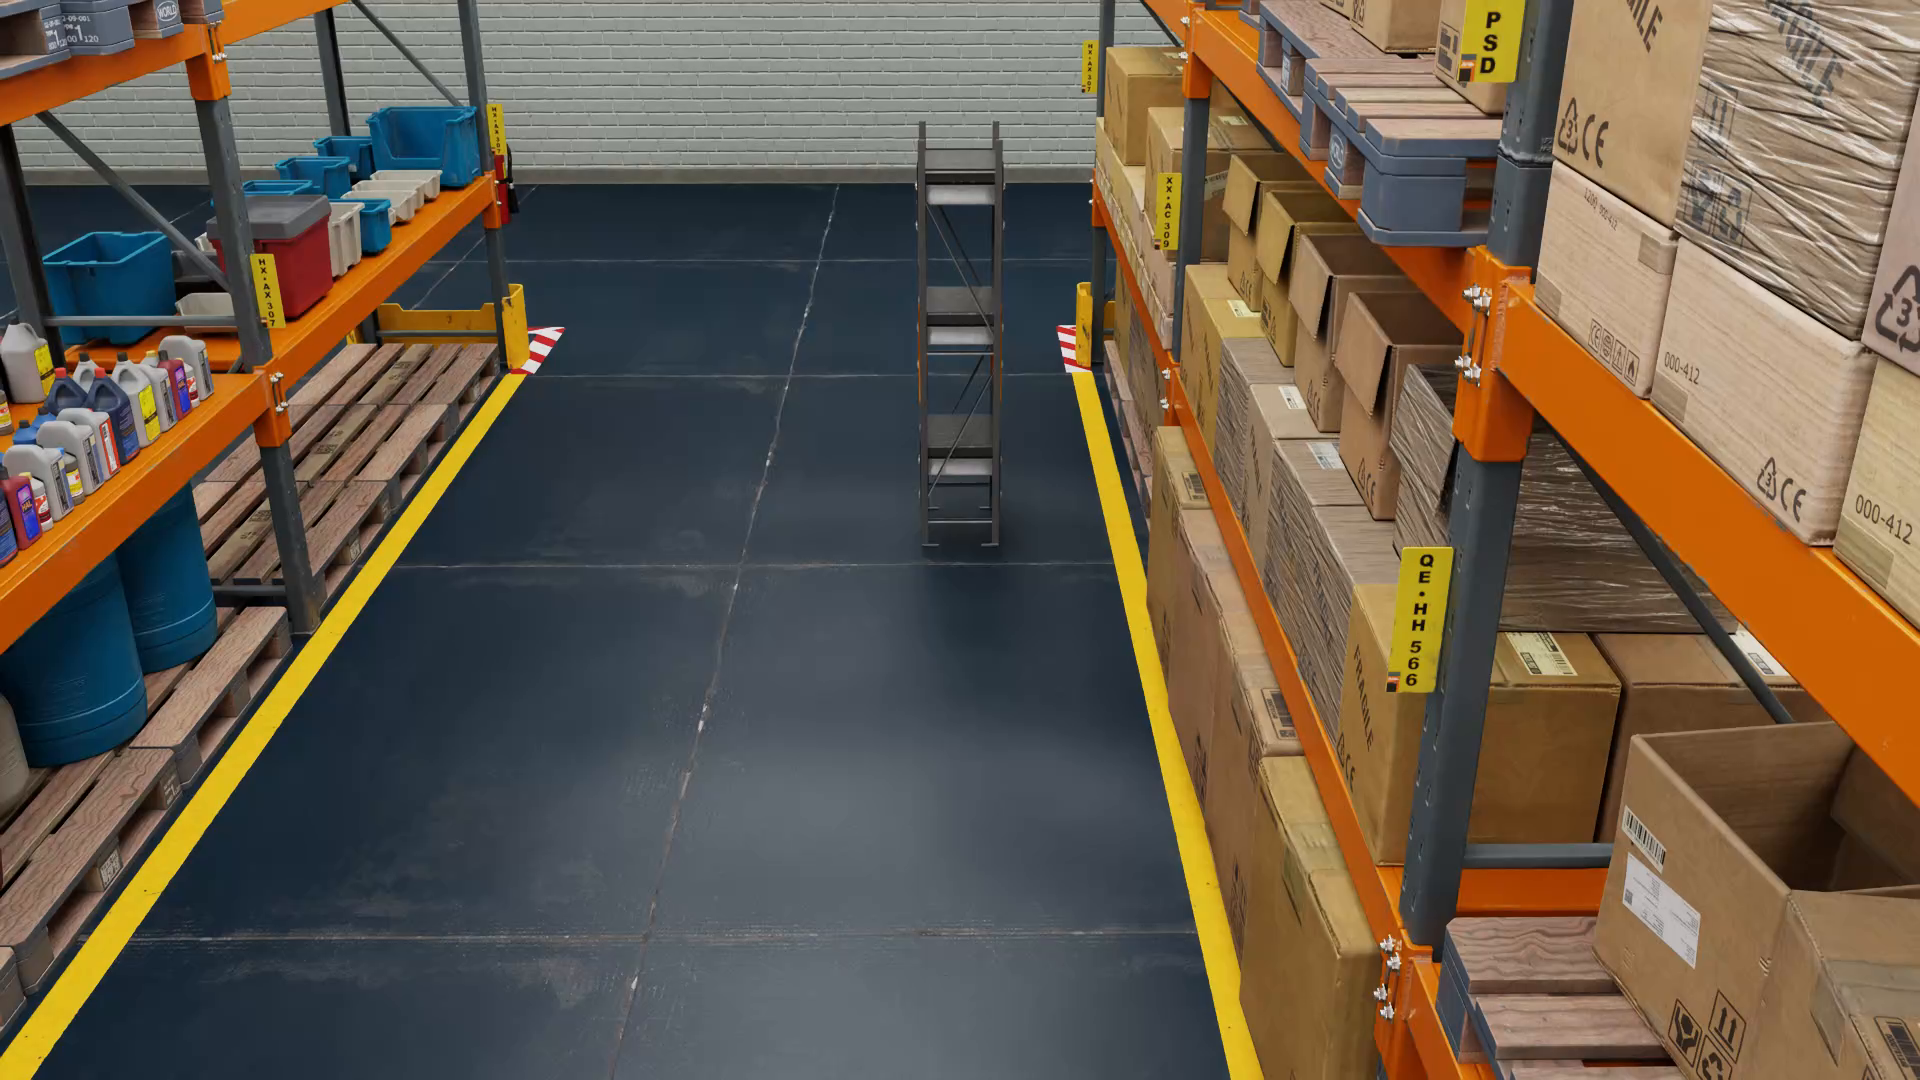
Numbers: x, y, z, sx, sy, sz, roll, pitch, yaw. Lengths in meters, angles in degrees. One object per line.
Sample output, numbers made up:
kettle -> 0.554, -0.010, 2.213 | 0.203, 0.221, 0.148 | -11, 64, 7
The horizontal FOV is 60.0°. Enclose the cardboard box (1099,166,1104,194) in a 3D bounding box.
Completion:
cardboard box -> 1.069, -2.241, 10.371 | 0.380, 0.149, 0.250 | -1, 24, -1

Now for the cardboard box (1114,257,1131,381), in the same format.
cardboard box -> 1.477, -1.569, 10.648 | 0.875, 0.875, 0.875 | 0, 24, -1

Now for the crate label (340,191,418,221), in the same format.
crate label -> -3.356, -1.925, 9.613 | 0.396, 0.136, 0.243 | 0, 24, -1

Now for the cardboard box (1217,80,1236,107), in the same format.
cardboard box -> 1.658, -2.819, 10.253 | 0.500, 0.500, 0.500 | 0, 24, 0

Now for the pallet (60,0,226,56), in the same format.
pallet -> -3.412, -1.897, 5.893 | 1.213, 0.211, 1.003 | 0, 24, -1

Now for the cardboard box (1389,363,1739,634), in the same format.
cardboard box -> 1.486, -0.117, 4.030 | 0.797, 0.503, 0.637 | 1, 24, 1

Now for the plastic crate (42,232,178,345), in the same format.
plastic crate -> -3.865, -1.150, 7.599 | 0.392, 0.384, 0.575 | 0, 24, -1

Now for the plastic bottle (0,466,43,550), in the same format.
plastic bottle -> -3.129, -0.120, 5.517 | 0.061, 0.283, 0.133 | 0, 24, -1

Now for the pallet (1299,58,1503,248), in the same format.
pallet -> 1.418, -0.859, 3.597 | 1.213, 0.211, 1.003 | 1, 24, 2

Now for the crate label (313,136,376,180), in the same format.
crate label -> -3.889, -2.435, 10.624 | 0.416, 0.233, 0.303 | 0, 24, -1

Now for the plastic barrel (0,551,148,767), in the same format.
plastic barrel -> -3.522, 0.342, 6.391 | 0.600, 0.901, 0.708 | 0, 24, -1

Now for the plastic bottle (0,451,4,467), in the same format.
plastic bottle -> -3.302, -0.202, 5.712 | 0.097, 0.271, 0.097 | 0, 24, 0

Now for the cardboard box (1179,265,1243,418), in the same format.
cardboard box -> 1.189, -0.816, 6.793 | 0.500, 0.500, 0.500 | 0, 24, 0

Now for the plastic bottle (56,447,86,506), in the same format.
plastic bottle -> -3.152, -0.226, 5.850 | 0.097, 0.201, 0.097 | 0, 24, 0

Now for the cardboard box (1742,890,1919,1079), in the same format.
cardboard box -> 1.630, 0.902, 2.484 | 0.700, 0.500, 0.500 | 3, 25, 7

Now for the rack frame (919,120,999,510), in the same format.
rack frame -> -0.004, -1.125, 8.690 | 0.400, 2.100, 0.015 | 0, 24, -1

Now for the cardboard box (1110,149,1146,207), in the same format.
cardboard box -> 1.140, -2.056, 9.477 | 0.500, 0.250, 0.500 | -1, 24, -2

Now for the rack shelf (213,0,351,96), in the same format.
rack shelf -> -3.540, -2.802, 8.538 | 1.077, 0.370, 4.000 | 0, 24, -1

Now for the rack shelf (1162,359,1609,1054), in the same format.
rack shelf -> 1.456, 0.191, 5.561 | 1.077, 0.370, 4.000 | 0, 24, -1

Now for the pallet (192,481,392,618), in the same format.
pallet -> -3.565, 0.029, 8.430 | 1.003, 0.211, 1.213 | 0, 24, -1

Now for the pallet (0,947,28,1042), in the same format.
pallet -> -3.525, 1.655, 4.834 | 1.003, 0.211, 1.213 | 0, 24, -1

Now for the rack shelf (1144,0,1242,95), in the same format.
rack shelf -> 1.412, -2.824, 8.587 | 1.077, 0.370, 4.000 | 0, 24, -1

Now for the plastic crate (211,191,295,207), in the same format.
plastic crate -> -3.871, -1.769, 9.151 | 0.416, 0.233, 0.300 | 0, 24, -1

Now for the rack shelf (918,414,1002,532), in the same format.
rack shelf -> -0.002, -0.375, 8.762 | 0.431, 0.518, 0.480 | 0, 24, -1

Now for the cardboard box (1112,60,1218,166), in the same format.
cardboard box -> 1.143, -2.400, 9.327 | 0.500, 0.500, 0.500 | -1, 24, -2

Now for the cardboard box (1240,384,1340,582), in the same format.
cardboard box -> 1.211, -0.190, 5.408 | 0.500, 0.500, 0.500 | 0, 24, 0

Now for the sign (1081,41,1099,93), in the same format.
sign -> 0.835, -3.040, 10.684 | 0.100, 0.325, 0.005 | 0, 24, -1

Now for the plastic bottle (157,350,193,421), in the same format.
plastic bottle -> -3.143, -0.630, 6.644 | 0.061, 0.283, 0.133 | 0, 24, -1

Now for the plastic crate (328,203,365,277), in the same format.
plastic crate -> -3.351, -1.542, 8.591 | 0.437, 0.282, 0.530 | 0, 24, -1

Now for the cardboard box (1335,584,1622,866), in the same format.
cardboard box -> 1.224, 0.439, 4.017 | 0.500, 0.500, 0.500 | 0, 24, 1

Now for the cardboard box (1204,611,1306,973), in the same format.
cardboard box -> 1.489, 0.812, 5.383 | 1.225, 0.875, 0.875 | 0, 24, 0

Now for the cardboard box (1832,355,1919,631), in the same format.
cardboard box -> 1.249, 0.007, 1.637 | 0.500, 0.250, 0.500 | 0, 24, 1

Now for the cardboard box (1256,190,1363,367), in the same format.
cardboard box -> 1.445, -0.918, 5.800 | 0.797, 0.503, 0.637 | 0, 24, 0

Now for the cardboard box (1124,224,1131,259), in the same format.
cardboard box -> 1.087, -1.605, 8.964 | 0.380, 0.149, 0.250 | 0, 24, 0

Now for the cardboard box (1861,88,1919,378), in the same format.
cardboard box -> 1.240, -0.342, 1.498 | 0.500, 0.500, 0.500 | -1, 24, -2

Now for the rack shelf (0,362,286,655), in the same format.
rack shelf -> -3.497, 0.213, 5.512 | 1.077, 0.370, 4.000 | 0, 24, -1

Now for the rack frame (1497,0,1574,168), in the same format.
rack frame -> 1.478, -2.046, 2.354 | 1.000, 3.000, 0.127 | 0, 24, -1

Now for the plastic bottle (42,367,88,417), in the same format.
plastic bottle -> -3.324, -0.462, 6.192 | 0.144, 0.351, 0.185 | 0, 24, -1

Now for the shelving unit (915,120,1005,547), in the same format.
shelving unit -> -0.002, -1.025, 8.468 | 0.431, 2.100, 0.503 | 0, 24, -1

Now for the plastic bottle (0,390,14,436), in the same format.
plastic bottle -> -3.766, -0.513, 6.486 | 0.097, 0.201, 0.097 | 0, 24, 0

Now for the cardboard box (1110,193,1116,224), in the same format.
cardboard box -> 1.077, -1.924, 9.668 | 0.380, 0.149, 0.250 | -1, 24, -2

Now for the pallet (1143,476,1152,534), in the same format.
pallet -> 1.504, -0.004, 8.503 | 1.003, 0.211, 1.213 | 0, 24, -1

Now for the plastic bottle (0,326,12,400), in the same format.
plastic bottle -> -3.941, -0.733, 6.871 | 0.061, 0.283, 0.133 | 0, 24, -1

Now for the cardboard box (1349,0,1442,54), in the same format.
cardboard box -> 1.302, -1.523, 4.206 | 0.500, 0.500, 0.500 | 1, 24, 2

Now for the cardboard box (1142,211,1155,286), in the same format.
cardboard box -> 1.159, -1.422, 8.076 | 0.500, 0.250, 0.500 | 0, 24, 1

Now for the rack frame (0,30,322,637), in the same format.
rack frame -> -3.519, -0.939, 7.186 | 1.000, 3.000, 0.127 | 0, 24, -1

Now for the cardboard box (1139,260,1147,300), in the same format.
cardboard box -> 1.095, -1.289, 8.264 | 0.380, 0.149, 0.250 | 0, 24, 0

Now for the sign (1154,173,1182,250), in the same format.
sign -> 0.879, -1.388, 7.033 | 0.100, 0.325, 0.005 | 0, 24, -1

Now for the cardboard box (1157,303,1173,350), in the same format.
cardboard box -> 1.103, -0.971, 7.561 | 0.380, 0.149, 0.250 | 0, 24, 0

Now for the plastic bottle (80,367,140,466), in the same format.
plastic bottle -> -3.179, -0.463, 6.193 | 0.144, 0.351, 0.185 | 0, 24, -1
